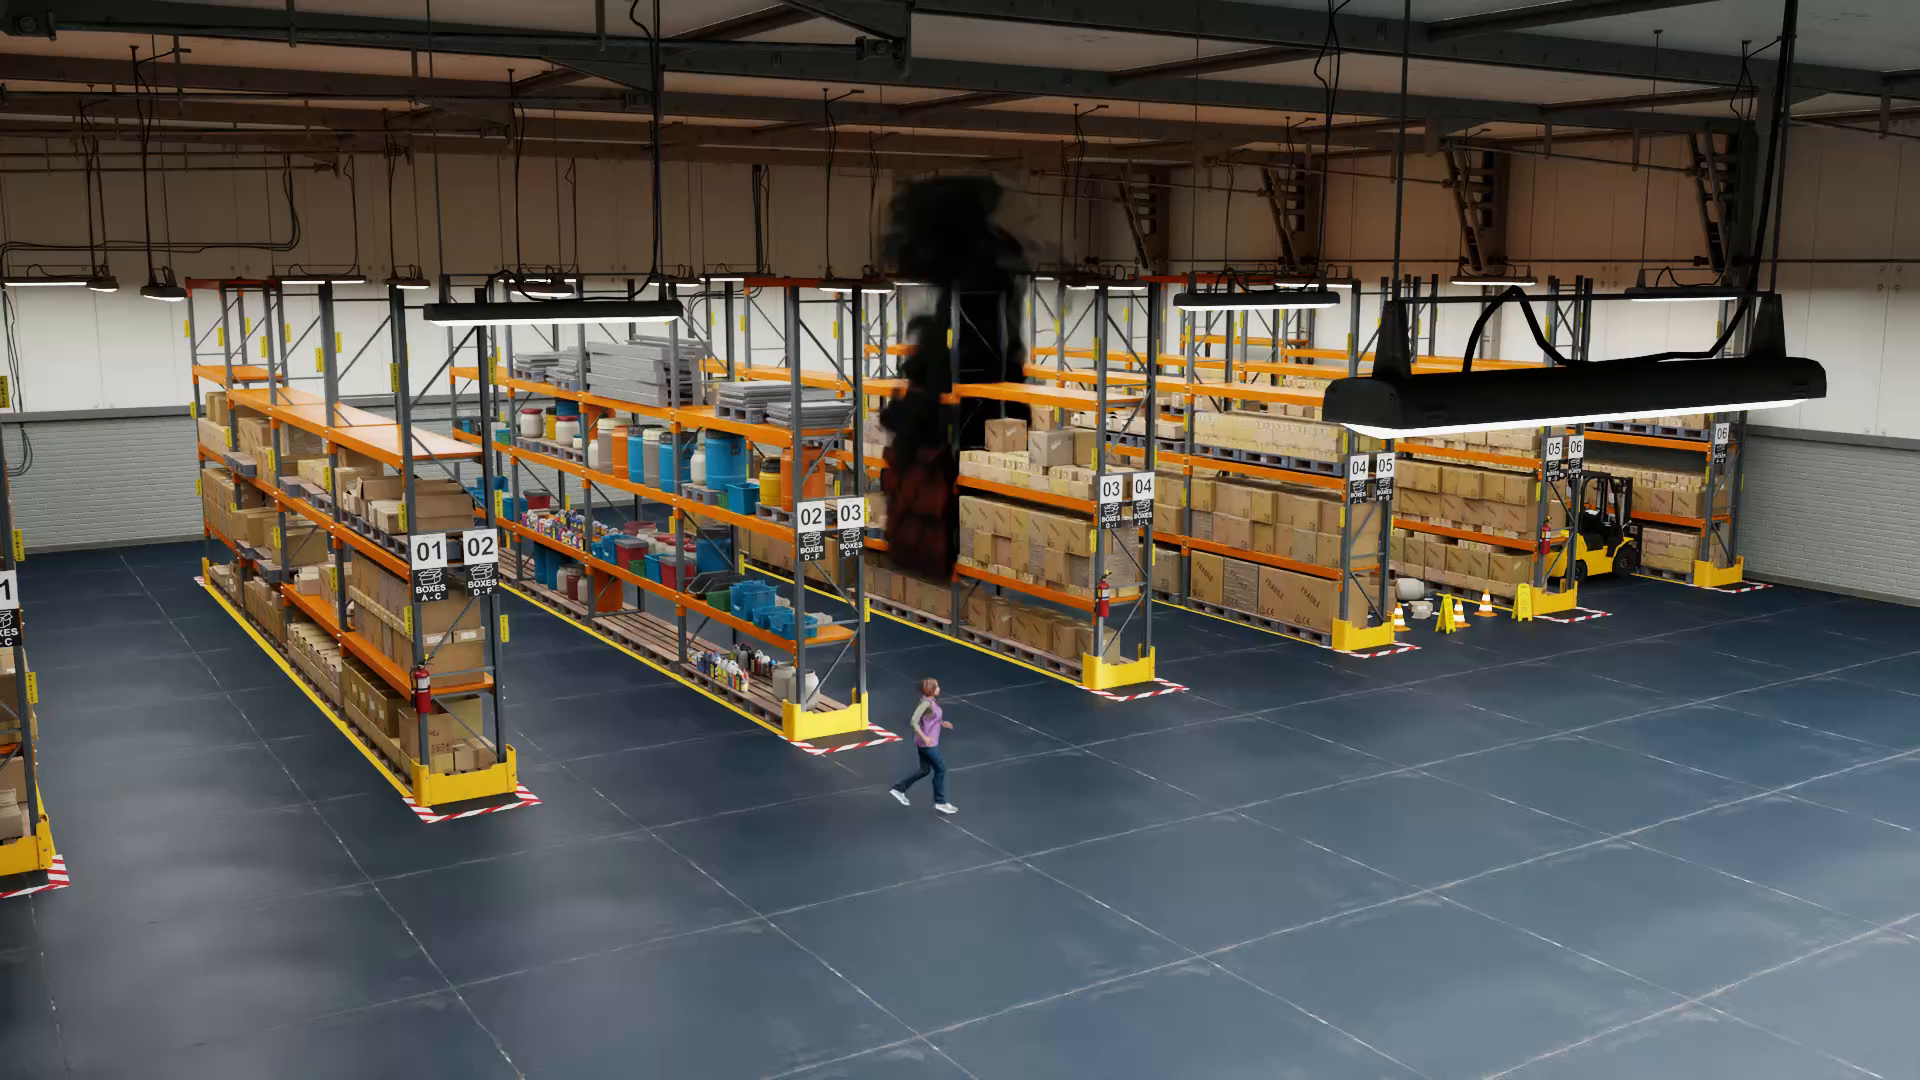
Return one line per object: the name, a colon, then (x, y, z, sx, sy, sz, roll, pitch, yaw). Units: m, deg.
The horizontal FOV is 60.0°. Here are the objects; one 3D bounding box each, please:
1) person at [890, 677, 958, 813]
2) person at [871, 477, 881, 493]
person: (-0.416, 2.364, 19.175, 0.783, 1.605, 0.541, -1, 10, -3)
person: (-2.065, -1.453, 41.964, 0.740, 1.591, 0.540, 0, 10, -2)
